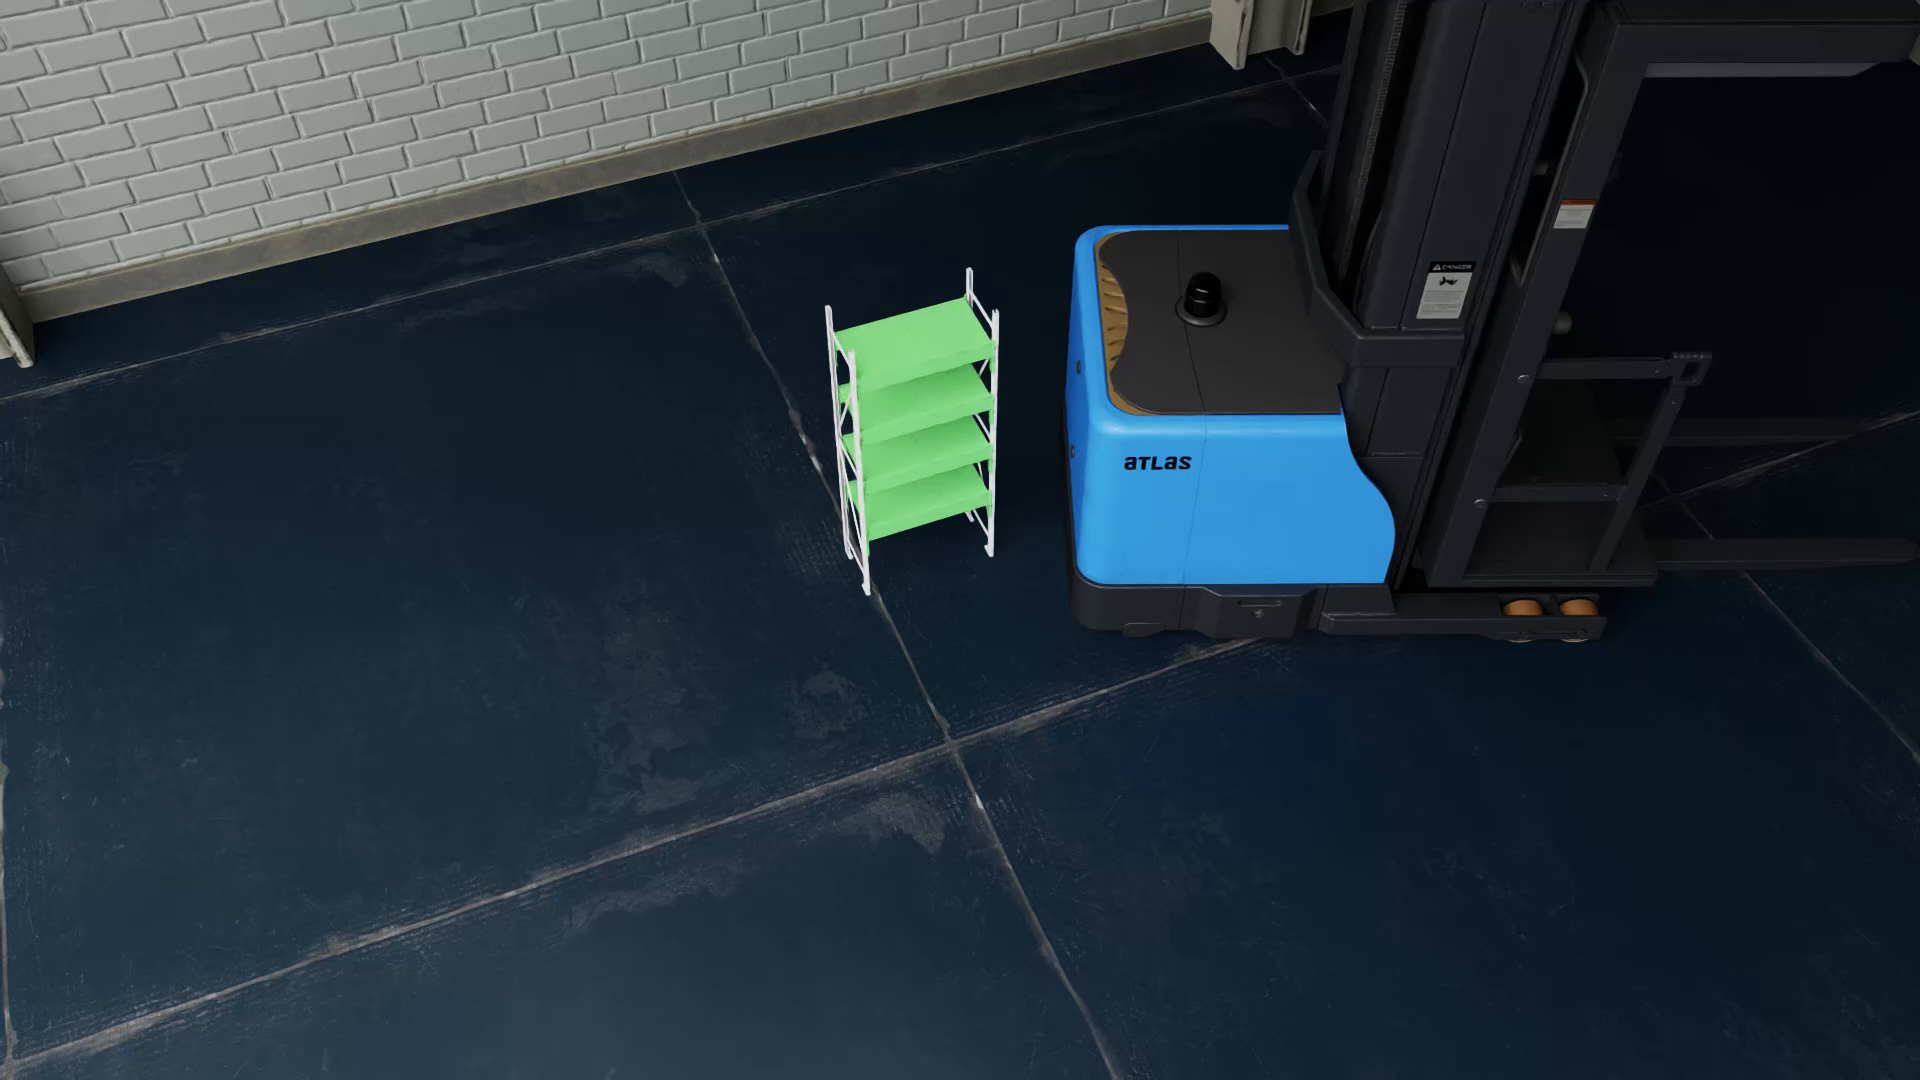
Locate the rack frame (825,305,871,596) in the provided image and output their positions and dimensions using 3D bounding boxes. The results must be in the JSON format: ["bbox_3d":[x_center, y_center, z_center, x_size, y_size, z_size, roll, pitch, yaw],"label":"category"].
[{"bbox_3d":[-0.379,-0.273,5.694,0.015,1.200,0.240,-17,52,-14],"label":"rack frame"}]

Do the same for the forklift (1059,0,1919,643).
[{"bbox_3d":[1.905,-0.995,5.172,3.031,2.935,1.130,0,49,0],"label":"forklift"}]

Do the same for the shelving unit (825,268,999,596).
[{"bbox_3d":[-0.153,-0.343,5.754,0.503,1.200,0.258,-17,52,-14],"label":"shelving unit"}]

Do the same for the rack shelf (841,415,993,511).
[{"bbox_3d":[-0.153,-0.302,5.802,0.480,0.148,0.258,-17,52,-14],"label":"rack shelf"}]

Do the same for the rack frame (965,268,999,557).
[{"bbox_3d":[0.073,-0.413,5.814,0.015,1.200,0.240,-17,52,-14],"label":"rack frame"}]

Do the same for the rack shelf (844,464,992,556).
[{"bbox_3d":[-0.153,-0.145,5.985,0.480,0.148,0.258,-17,52,-14],"label":"rack shelf"}]

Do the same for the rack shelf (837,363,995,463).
[{"bbox_3d":[-0.153,-0.458,5.620,0.480,0.148,0.258,-17,52,-14],"label":"rack shelf"}]

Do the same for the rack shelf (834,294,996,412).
[{"bbox_3d":[-0.153,-0.614,5.438,0.480,0.148,0.258,-17,52,-14],"label":"rack shelf"}]

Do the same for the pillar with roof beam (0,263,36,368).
[{"bbox_3d":[-2.436,-0.683,0.905,0.400,9.000,9.100,-17,52,-14],"label":"pillar with roof beam"}]

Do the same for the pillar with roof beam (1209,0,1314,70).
[{"bbox_3d":[3.119,-2.405,2.383,0.400,9.000,9.100,-17,52,-14],"label":"pillar with roof beam"}]
